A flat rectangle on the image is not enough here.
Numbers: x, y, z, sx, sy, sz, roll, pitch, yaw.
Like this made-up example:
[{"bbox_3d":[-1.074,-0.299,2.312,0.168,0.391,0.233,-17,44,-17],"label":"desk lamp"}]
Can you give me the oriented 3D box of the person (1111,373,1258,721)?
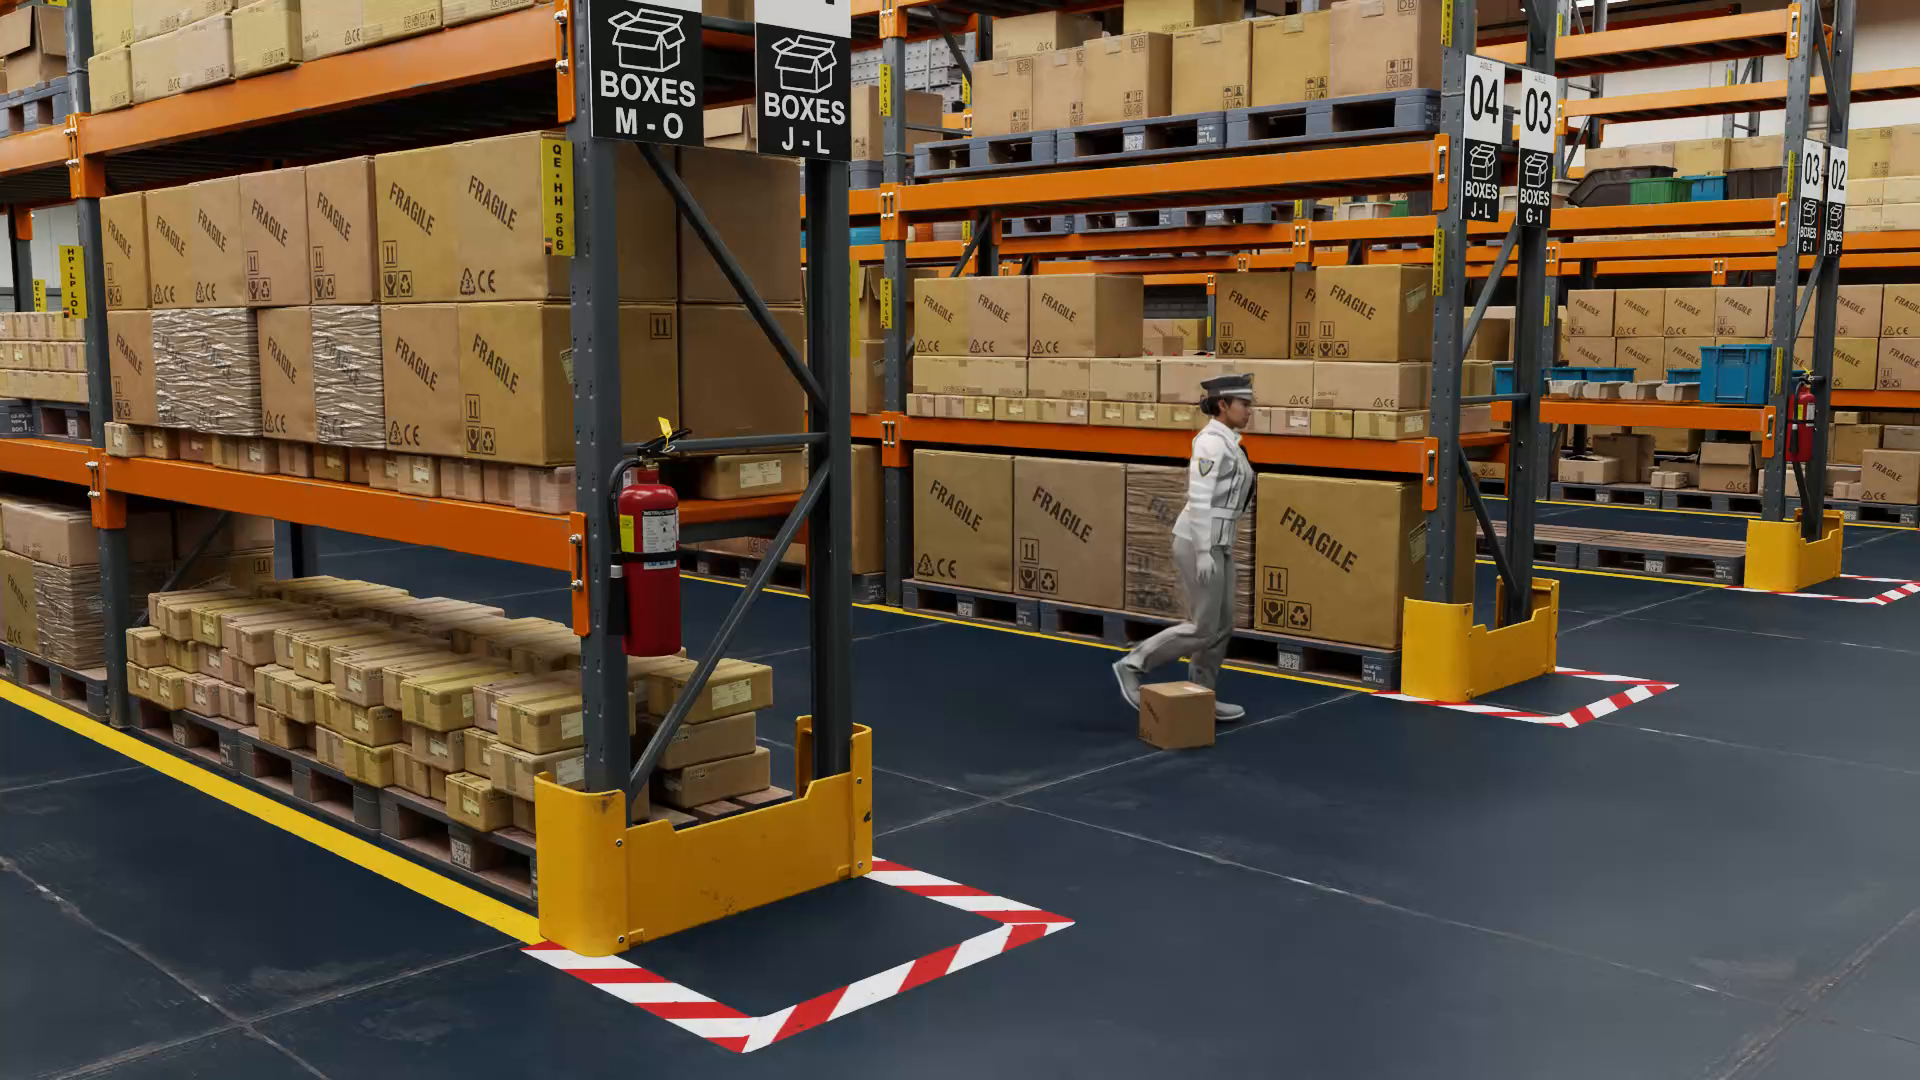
[{"bbox_3d":[1.058,0.041,7.822,0.642,1.651,0.531,2,7,17],"label":"person"}]
